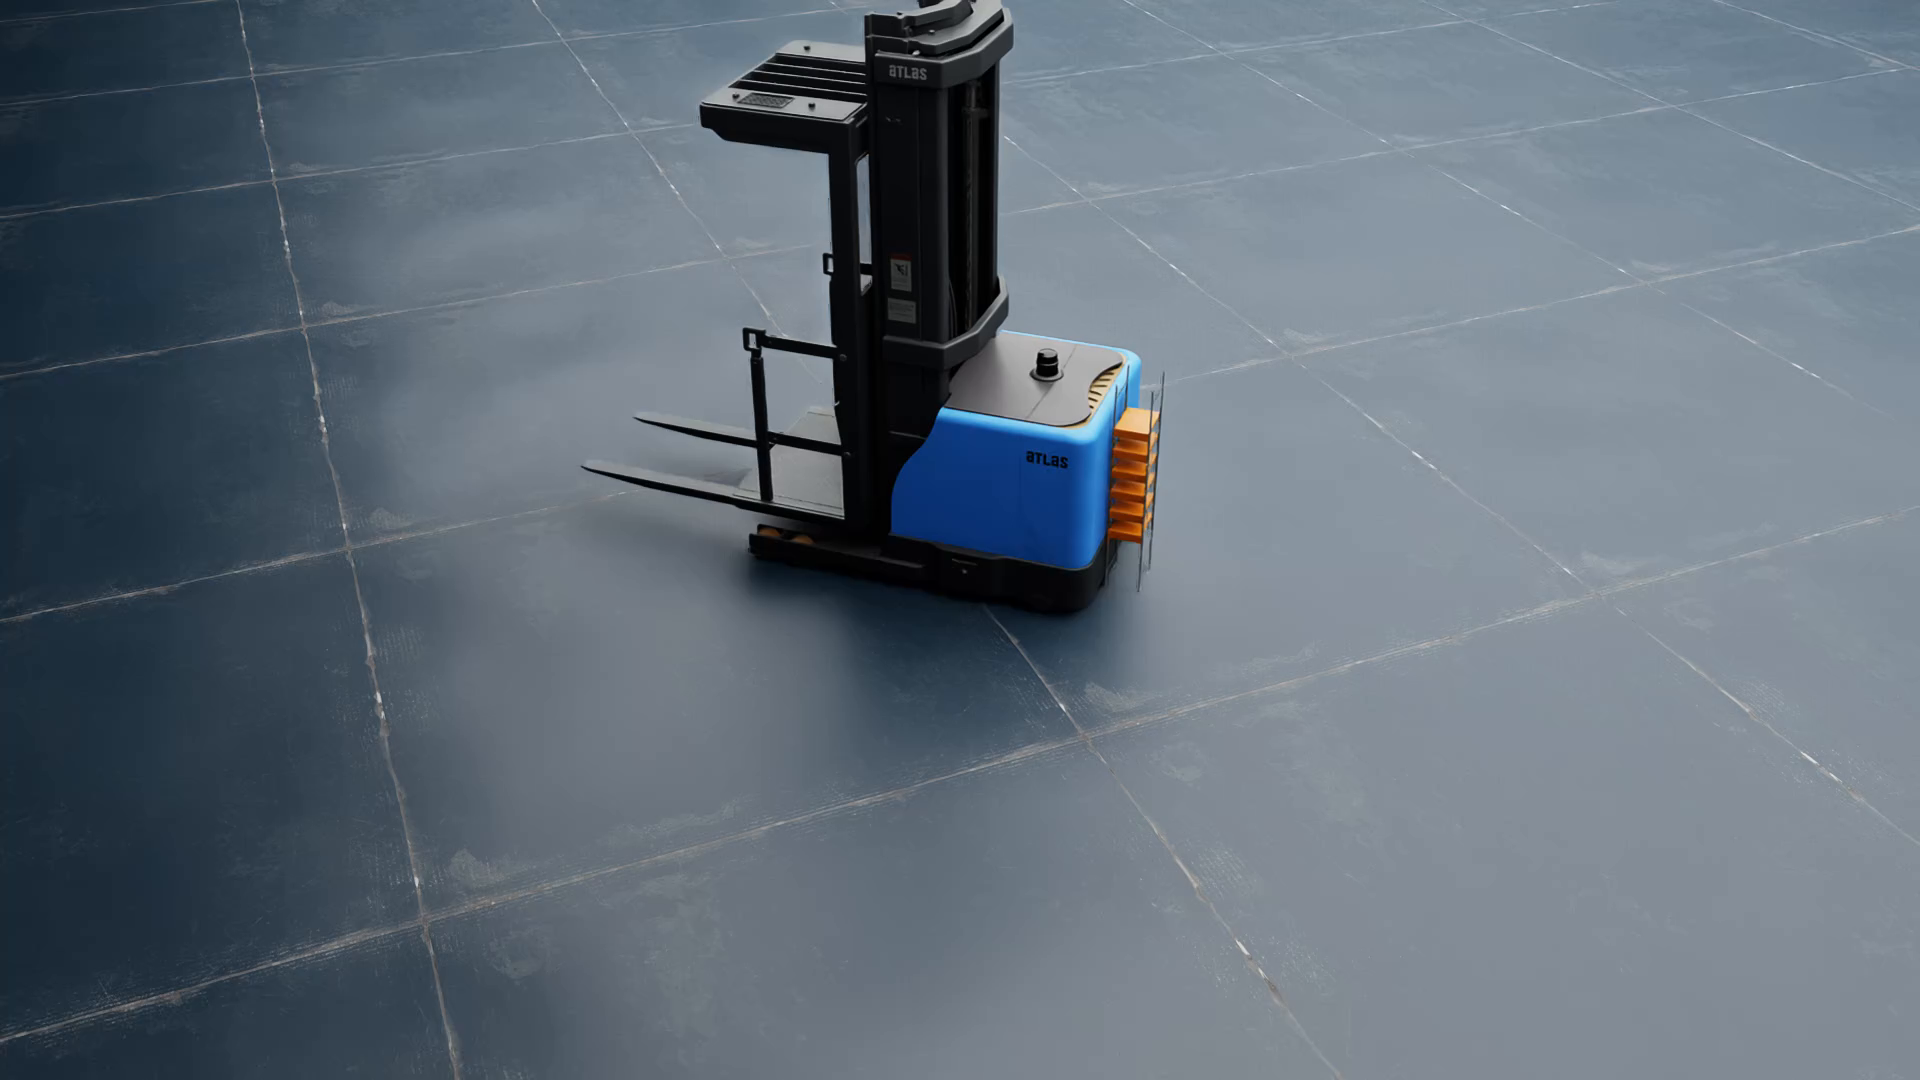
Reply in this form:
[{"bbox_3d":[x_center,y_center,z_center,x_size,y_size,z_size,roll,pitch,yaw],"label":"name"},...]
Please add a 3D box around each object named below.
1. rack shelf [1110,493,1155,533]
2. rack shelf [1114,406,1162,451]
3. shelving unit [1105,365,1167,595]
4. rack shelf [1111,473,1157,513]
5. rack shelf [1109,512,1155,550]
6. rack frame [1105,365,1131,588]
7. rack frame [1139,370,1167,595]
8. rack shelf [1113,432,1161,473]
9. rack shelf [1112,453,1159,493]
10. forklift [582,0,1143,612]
[{"bbox_3d":[0.898,-0.157,8.611,0.180,0.103,0.258,11,35,17],"label":"rack shelf"},{"bbox_3d":[0.898,-0.560,8.349,0.180,0.103,0.258,11,35,17],"label":"rack shelf"},{"bbox_3d":[0.898,-0.295,8.522,0.189,1.200,0.258,11,35,17],"label":"shelving unit"},{"bbox_3d":[0.898,-0.258,8.546,0.180,0.103,0.258,11,35,17],"label":"rack shelf"},{"bbox_3d":[0.898,-0.057,8.677,0.180,0.103,0.258,11,35,17],"label":"rack shelf"},{"bbox_3d":[0.812,-0.312,8.548,0.006,1.200,0.240,11,35,17],"label":"rack frame"},{"bbox_3d":[0.984,-0.278,8.495,0.006,1.200,0.240,11,35,17],"label":"rack frame"},{"bbox_3d":[0.898,-0.459,8.415,0.180,0.103,0.258,11,35,17],"label":"rack shelf"},{"bbox_3d":[0.898,-0.359,8.480,0.180,0.103,0.258,11,35,17],"label":"rack shelf"},{"bbox_3d":[-0.601,-1.347,8.551,3.031,2.935,1.130,11,35,17],"label":"forklift"}]
